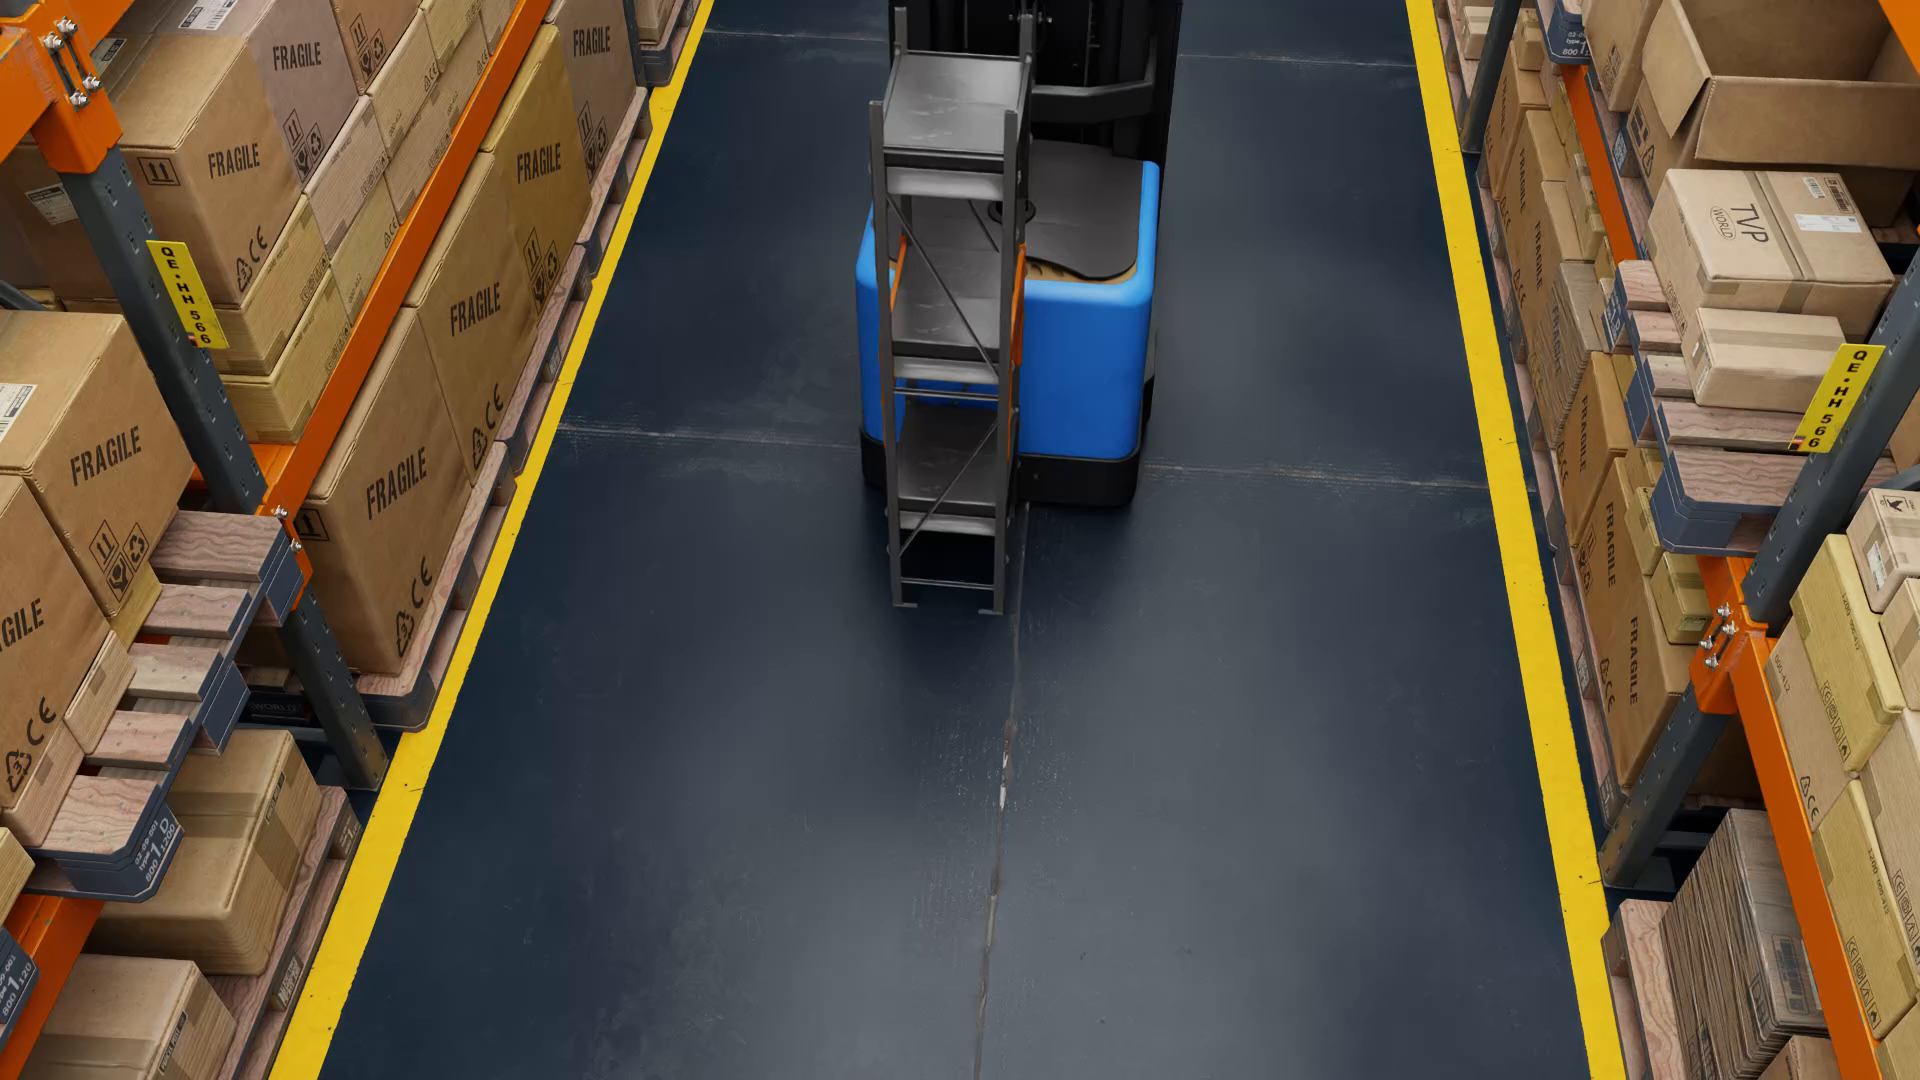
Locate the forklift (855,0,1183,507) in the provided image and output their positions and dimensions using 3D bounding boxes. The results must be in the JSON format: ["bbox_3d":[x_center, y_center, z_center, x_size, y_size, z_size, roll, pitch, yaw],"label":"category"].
[{"bbox_3d":[0.304,-2.210,6.285,1.130,2.935,3.031,5,48,4],"label":"forklift"}]

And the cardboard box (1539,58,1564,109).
[{"bbox_3d":[2.651,-1.927,6.949,0.380,0.149,0.250,3,48,2],"label":"cardboard box"}]

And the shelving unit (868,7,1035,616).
[{"bbox_3d":[-0.018,-0.635,5.407,0.431,2.100,0.503,5,48,4],"label":"shelving unit"}]

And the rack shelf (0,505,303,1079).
[{"bbox_3d":[-2.594,1.457,3.372,1.077,0.370,4.000,4,48,4],"label":"rack shelf"}]

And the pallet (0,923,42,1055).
[{"bbox_3d":[-2.551,1.267,3.189,1.003,0.211,1.213,4,48,4],"label":"pallet"}]

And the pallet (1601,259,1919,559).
[{"bbox_3d":[2.524,-0.363,4.679,1.213,0.211,1.003,4,48,4],"label":"pallet"}]

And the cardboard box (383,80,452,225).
[{"bbox_3d":[-2.033,-1.311,5.518,0.500,0.250,0.500,5,48,5],"label":"cardboard box"}]

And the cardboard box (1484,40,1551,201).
[{"bbox_3d":[2.629,-1.822,7.293,0.500,0.500,0.500,6,48,5],"label":"cardboard box"}]

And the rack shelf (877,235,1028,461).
[{"bbox_3d":[-0.018,-0.625,5.418,0.431,0.518,0.480,5,48,4],"label":"rack shelf"}]

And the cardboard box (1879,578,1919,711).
[{"bbox_3d":[2.187,0.233,3.496,0.380,0.149,0.250,5,48,4],"label":"cardboard box"}]

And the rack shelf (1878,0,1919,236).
[{"bbox_3d":[2.714,-2.164,4.651,1.077,0.370,4.000,4,48,4],"label":"rack shelf"}]

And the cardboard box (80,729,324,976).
[{"bbox_3d":[-2.473,0.904,4.887,0.950,0.372,0.625,1,48,1],"label":"cardboard box"}]

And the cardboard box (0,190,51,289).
[{"bbox_3d":[-2.625,-1.024,4.409,0.500,0.500,0.500,3,48,2],"label":"cardboard box"}]

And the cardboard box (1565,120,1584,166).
[{"bbox_3d":[2.627,-1.535,6.591,0.380,0.149,0.250,3,48,3],"label":"cardboard box"}]

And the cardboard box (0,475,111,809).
[{"bbox_3d":[-2.212,0.202,3.479,0.500,0.500,0.500,3,48,3],"label":"cardboard box"}]

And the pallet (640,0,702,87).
[{"bbox_3d":[-1.899,-2.807,8.675,1.003,0.211,1.213,4,48,4],"label":"pallet"}]

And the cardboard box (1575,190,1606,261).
[{"bbox_3d":[2.542,-1.171,6.259,0.380,0.149,0.250,5,48,5],"label":"cardboard box"}]

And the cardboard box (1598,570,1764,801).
[{"bbox_3d":[2.357,0.452,5.213,0.500,0.500,0.500,5,48,5],"label":"cardboard box"}]

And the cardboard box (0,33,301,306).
[{"bbox_3d":[-2.123,-0.973,4.362,0.500,0.500,0.500,2,48,2],"label":"cardboard box"}]

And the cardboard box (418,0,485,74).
[{"bbox_3d":[-1.954,-1.846,5.669,0.500,0.250,0.500,5,48,4],"label":"cardboard box"}]

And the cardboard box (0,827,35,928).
[{"bbox_3d":[-2.180,0.722,3.443,0.380,0.149,0.250,5,48,4],"label":"cardboard box"}]

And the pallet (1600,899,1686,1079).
[{"bbox_3d":[2.418,1.619,4.626,1.003,0.211,1.213,4,48,4],"label":"pallet"}]

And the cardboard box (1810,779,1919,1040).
[{"bbox_3d":[2.198,0.805,3.583,0.500,0.250,0.500,3,48,3],"label":"cardboard box"}]

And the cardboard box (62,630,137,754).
[{"bbox_3d":[-2.138,0.334,3.797,0.380,0.149,0.250,4,48,3],"label":"cardboard box"}]

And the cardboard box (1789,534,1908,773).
[{"bbox_3d":[2.224,0.265,3.737,0.500,0.250,0.500,4,48,3],"label":"cardboard box"}]

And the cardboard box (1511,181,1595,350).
[{"bbox_3d":[2.540,-1.063,6.599,0.500,0.500,0.500,3,48,2],"label":"cardboard box"}]

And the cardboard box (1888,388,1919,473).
[{"bbox_3d":[2.735,-0.468,4.293,0.500,0.500,0.500,6,48,5],"label":"cardboard box"}]

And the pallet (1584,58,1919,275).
[{"bbox_3d":[2.705,-1.289,5.526,1.003,0.211,1.213,4,48,4],"label":"pallet"}]

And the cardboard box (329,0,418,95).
[{"bbox_3d":[-2.025,-1.717,5.042,0.500,0.500,0.500,5,48,5],"label":"cardboard box"}]

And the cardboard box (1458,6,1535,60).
[{"bbox_3d":[2.655,-2.473,8.126,0.380,0.149,0.250,3,48,2],"label":"cardboard box"}]

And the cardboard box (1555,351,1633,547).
[{"bbox_3d":[2.458,-0.300,5.901,0.500,0.500,0.500,6,48,5],"label":"cardboard box"}]

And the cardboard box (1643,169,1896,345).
[{"bbox_3d":[2.306,-0.813,4.778,0.500,0.250,0.500,2,48,2],"label":"cardboard box"}]

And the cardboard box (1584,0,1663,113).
[{"bbox_3d":[2.511,-1.742,5.458,0.700,0.500,0.500,4,48,3],"label":"cardboard box"}]

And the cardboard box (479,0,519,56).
[{"bbox_3d":[-1.949,-2.054,6.198,0.500,0.250,0.500,3,48,2],"label":"cardboard box"}]

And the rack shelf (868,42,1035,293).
[{"bbox_3d":[-0.018,-1.098,4.901,0.431,0.518,0.480,5,48,4],"label":"rack shelf"}]

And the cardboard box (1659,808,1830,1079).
[{"bbox_3d":[2.462,1.193,4.451,0.875,0.625,0.625,5,48,5],"label":"cardboard box"}]

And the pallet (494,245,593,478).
[{"bbox_3d":[-2.151,-0.783,6.823,1.003,0.211,1.213,4,48,4],"label":"pallet"}]

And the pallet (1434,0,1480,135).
[{"bbox_3d":[2.960,-2.427,8.327,1.003,0.211,1.213,4,48,4],"label":"pallet"}]

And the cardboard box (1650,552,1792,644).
[{"bbox_3d":[2.325,0.178,5.024,0.380,0.149,0.250,2,48,2],"label":"cardboard box"}]

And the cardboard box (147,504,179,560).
[{"bbox_3d":[-2.207,-0.056,4.154,0.380,0.149,0.250,5,48,5],"label":"cardboard box"}]

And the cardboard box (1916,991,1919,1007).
[{"bbox_3d":[2.136,1.018,3.049,0.500,0.250,0.500,3,48,3],"label":"cardboard box"}]

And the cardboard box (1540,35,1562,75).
[{"bbox_3d":[2.623,-2.041,6.853,0.380,0.149,0.250,2,48,2],"label":"cardboard box"}]

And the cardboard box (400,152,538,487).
[{"bbox_3d":[-2.180,-0.837,6.138,0.875,0.875,0.875,4,48,4],"label":"cardboard box"}]

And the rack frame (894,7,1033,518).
[{"bbox_3d":[0.010,-0.814,5.571,0.400,2.100,0.015,5,48,4],"label":"rack frame"}]

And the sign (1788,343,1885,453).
[{"bbox_3d":[1.991,-0.318,3.777,0.100,0.325,0.005,4,48,4],"label":"sign"}]

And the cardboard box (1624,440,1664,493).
[{"bbox_3d":[2.387,-0.215,5.383,0.380,0.149,0.250,2,48,2],"label":"cardboard box"}]

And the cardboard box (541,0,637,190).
[{"bbox_3d":[-2.024,-2.159,7.347,0.875,0.875,0.875,5,48,5],"label":"cardboard box"}]

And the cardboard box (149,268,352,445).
[{"bbox_3d":[-2.116,-0.548,4.820,0.500,0.250,0.500,3,48,3],"label":"cardboard box"}]

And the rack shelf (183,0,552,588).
[{"bbox_3d":[-2.229,-1.483,6.061,1.077,0.370,4.000,4,48,4],"label":"rack shelf"}]

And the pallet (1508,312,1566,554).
[{"bbox_3d":[2.752,-0.424,6.494,1.003,0.211,1.213,4,48,4],"label":"pallet"}]

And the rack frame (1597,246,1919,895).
[{"bbox_3d":[2.532,0.075,4.148,1.000,3.000,0.127,4,48,4],"label":"rack frame"}]

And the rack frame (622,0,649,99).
[{"bbox_3d":[-2.047,-3.195,7.139,1.000,3.000,0.127,4,48,4],"label":"rack frame"}]

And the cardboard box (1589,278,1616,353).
[{"bbox_3d":[2.474,-0.794,5.913,0.380,0.149,0.250,2,48,2],"label":"cardboard box"}]

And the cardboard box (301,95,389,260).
[{"bbox_3d":[-2.071,-1.109,4.995,0.500,0.250,0.500,5,48,4],"label":"cardboard box"}]
